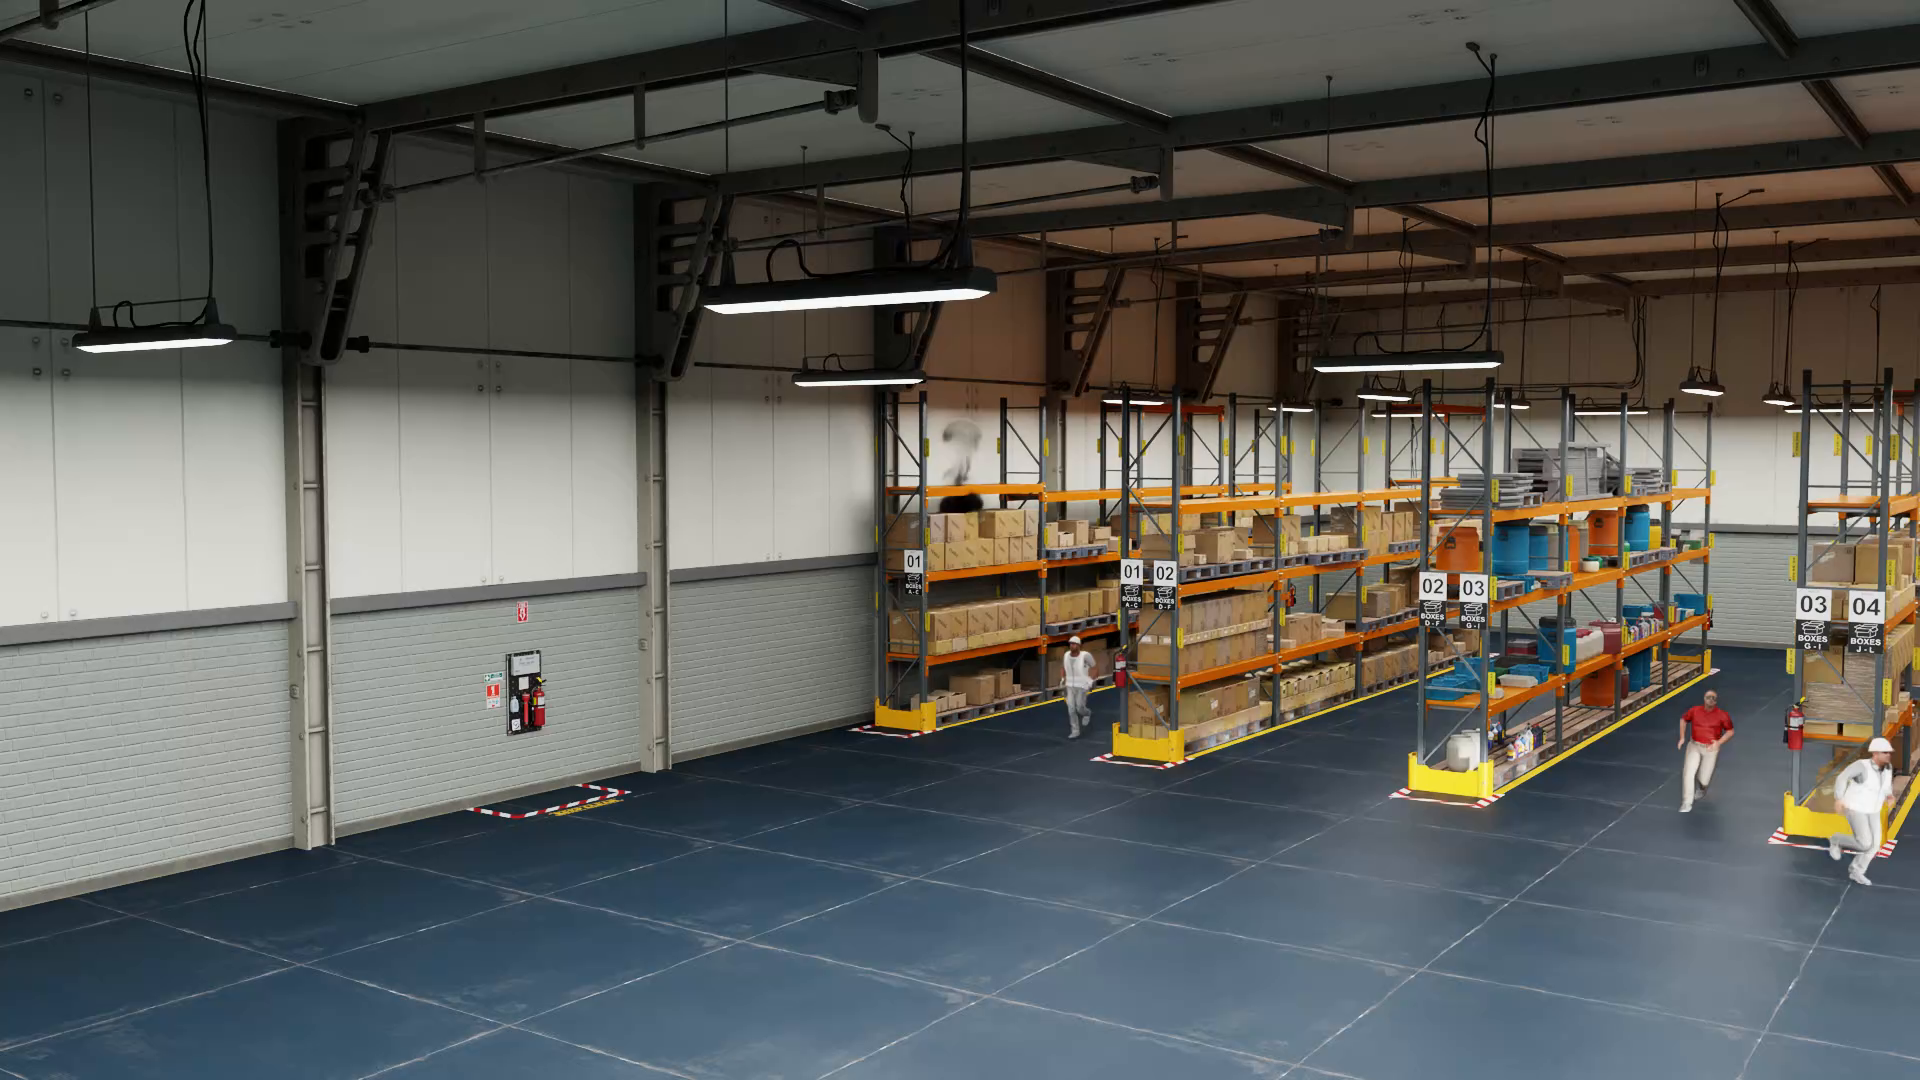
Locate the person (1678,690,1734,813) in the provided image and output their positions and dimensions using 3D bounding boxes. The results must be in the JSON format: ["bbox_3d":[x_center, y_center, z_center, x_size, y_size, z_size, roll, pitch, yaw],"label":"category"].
[{"bbox_3d":[10.257,2.895,22.892,0.705,1.686,0.807,2,4,33],"label":"person"}]

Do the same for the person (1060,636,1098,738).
[{"bbox_3d":[2.061,2.536,28.816,0.685,1.756,0.678,2,4,29],"label":"person"}]

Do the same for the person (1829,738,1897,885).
[{"bbox_3d":[10.421,3.104,19.205,0.652,1.710,0.784,-1,3,-22],"label":"person"}]
